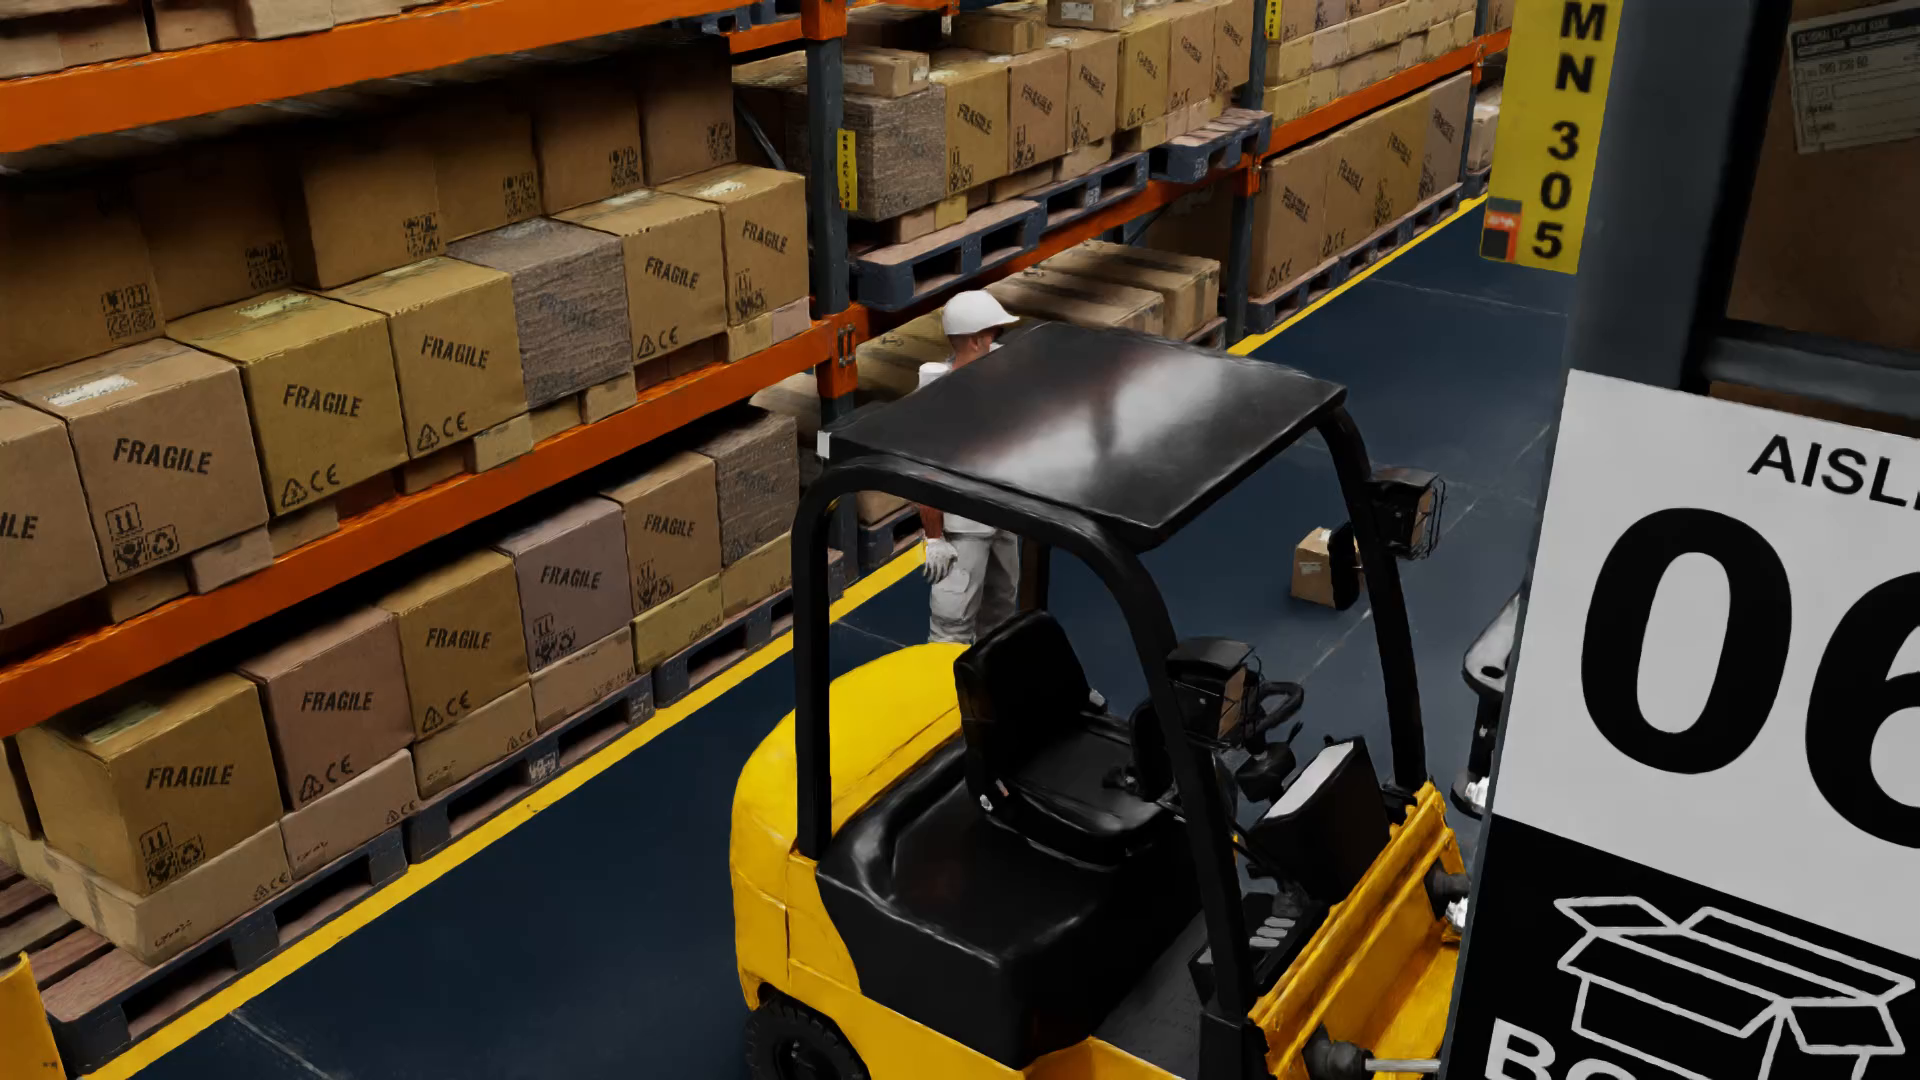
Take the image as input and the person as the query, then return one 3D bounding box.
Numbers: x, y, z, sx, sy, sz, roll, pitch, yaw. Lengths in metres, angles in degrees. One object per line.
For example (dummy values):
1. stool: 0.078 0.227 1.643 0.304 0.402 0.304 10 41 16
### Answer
1. person: 0.087 -0.033 6.141 0.478 1.787 0.628 12 29 23
